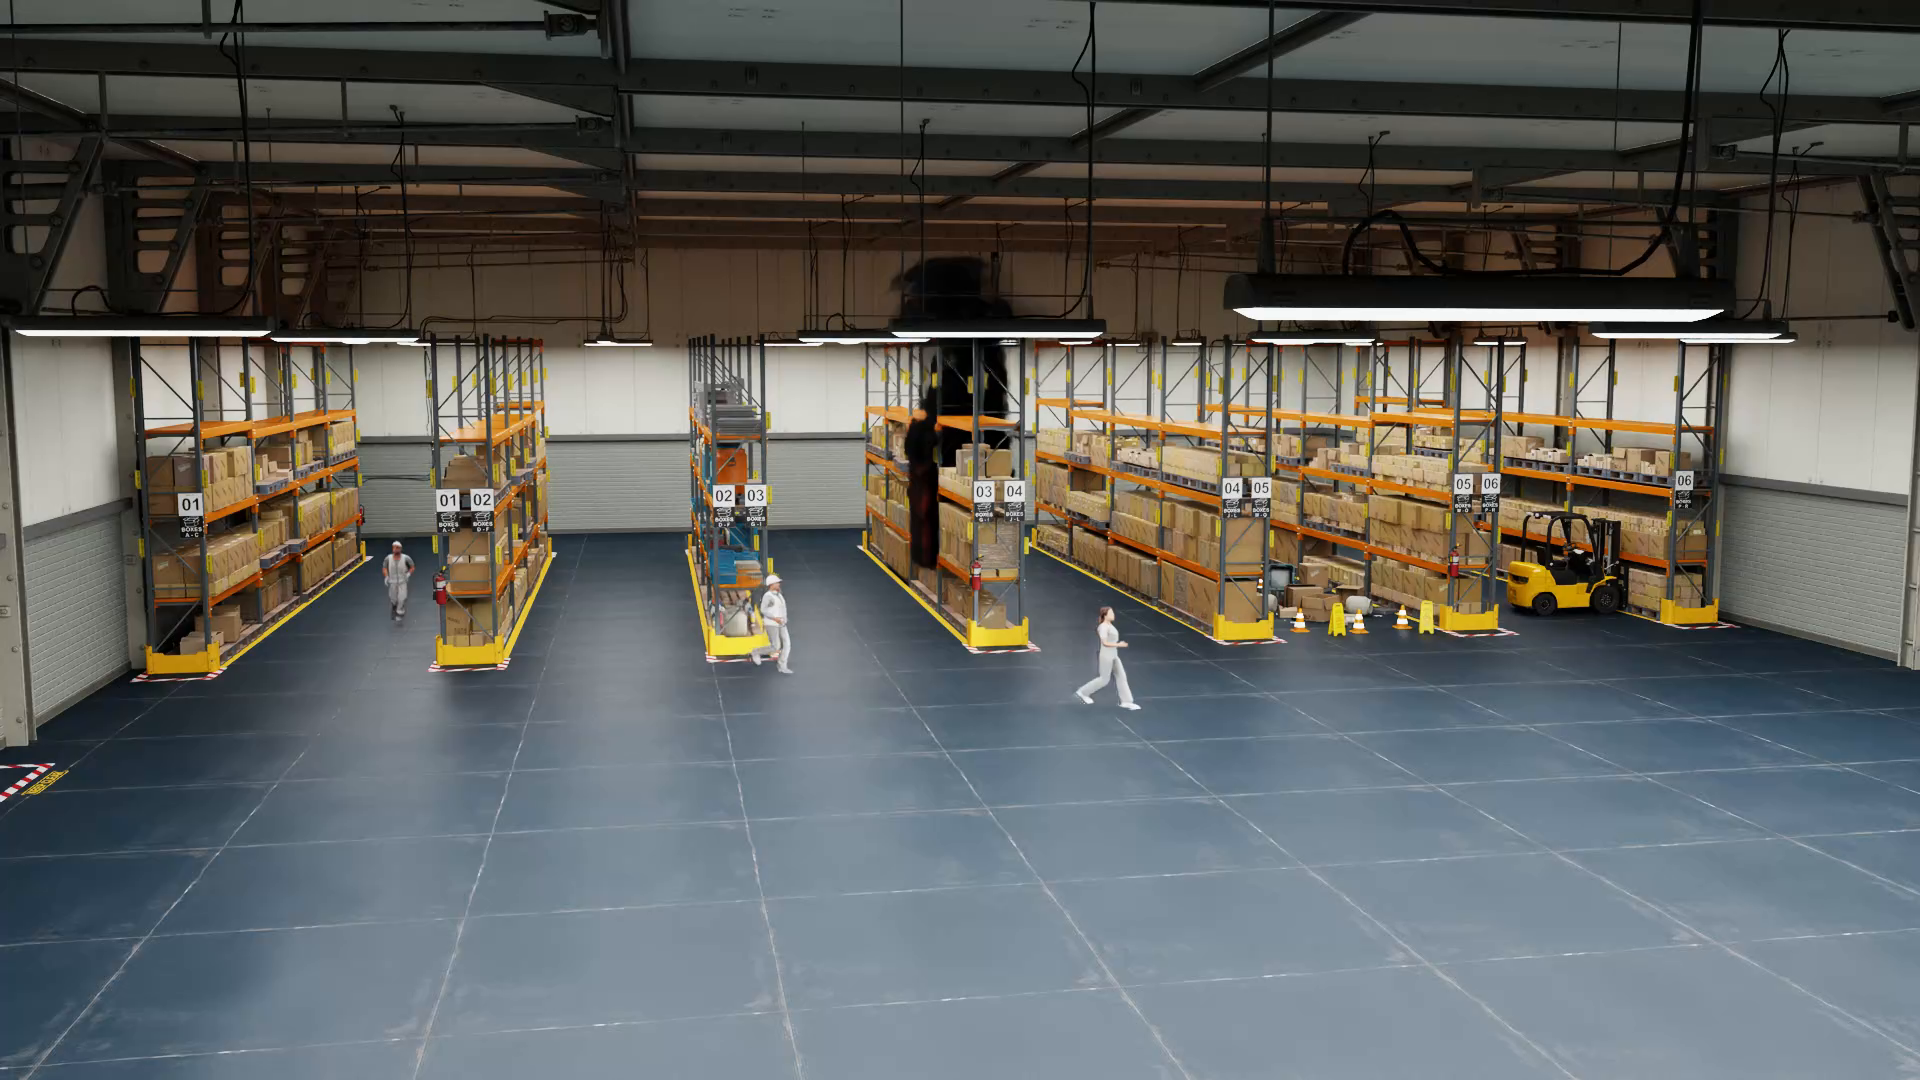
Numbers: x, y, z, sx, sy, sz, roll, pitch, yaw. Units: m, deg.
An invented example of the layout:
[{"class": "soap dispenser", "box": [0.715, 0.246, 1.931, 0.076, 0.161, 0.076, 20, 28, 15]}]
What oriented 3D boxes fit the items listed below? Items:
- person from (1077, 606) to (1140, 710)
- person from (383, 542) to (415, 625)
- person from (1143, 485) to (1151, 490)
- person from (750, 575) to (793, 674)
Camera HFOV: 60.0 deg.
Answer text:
[{"class": "person", "box": [2.369, 1.868, 26.425, 1.013, 1.645, 0.580, 2, 7, 18]}, {"class": "person", "box": [-11.668, 0.900, 34.595, 0.645, 1.751, 0.631, -1, 7, -12]}, {"class": "person", "box": [5.672, -0.896, 50.595, 0.965, 1.633, 0.584, -2, 7, -16]}, {"class": "person", "box": [-3.316, 1.495, 29.520, 0.812, 1.756, 0.680, 3, 7, 23]}]
